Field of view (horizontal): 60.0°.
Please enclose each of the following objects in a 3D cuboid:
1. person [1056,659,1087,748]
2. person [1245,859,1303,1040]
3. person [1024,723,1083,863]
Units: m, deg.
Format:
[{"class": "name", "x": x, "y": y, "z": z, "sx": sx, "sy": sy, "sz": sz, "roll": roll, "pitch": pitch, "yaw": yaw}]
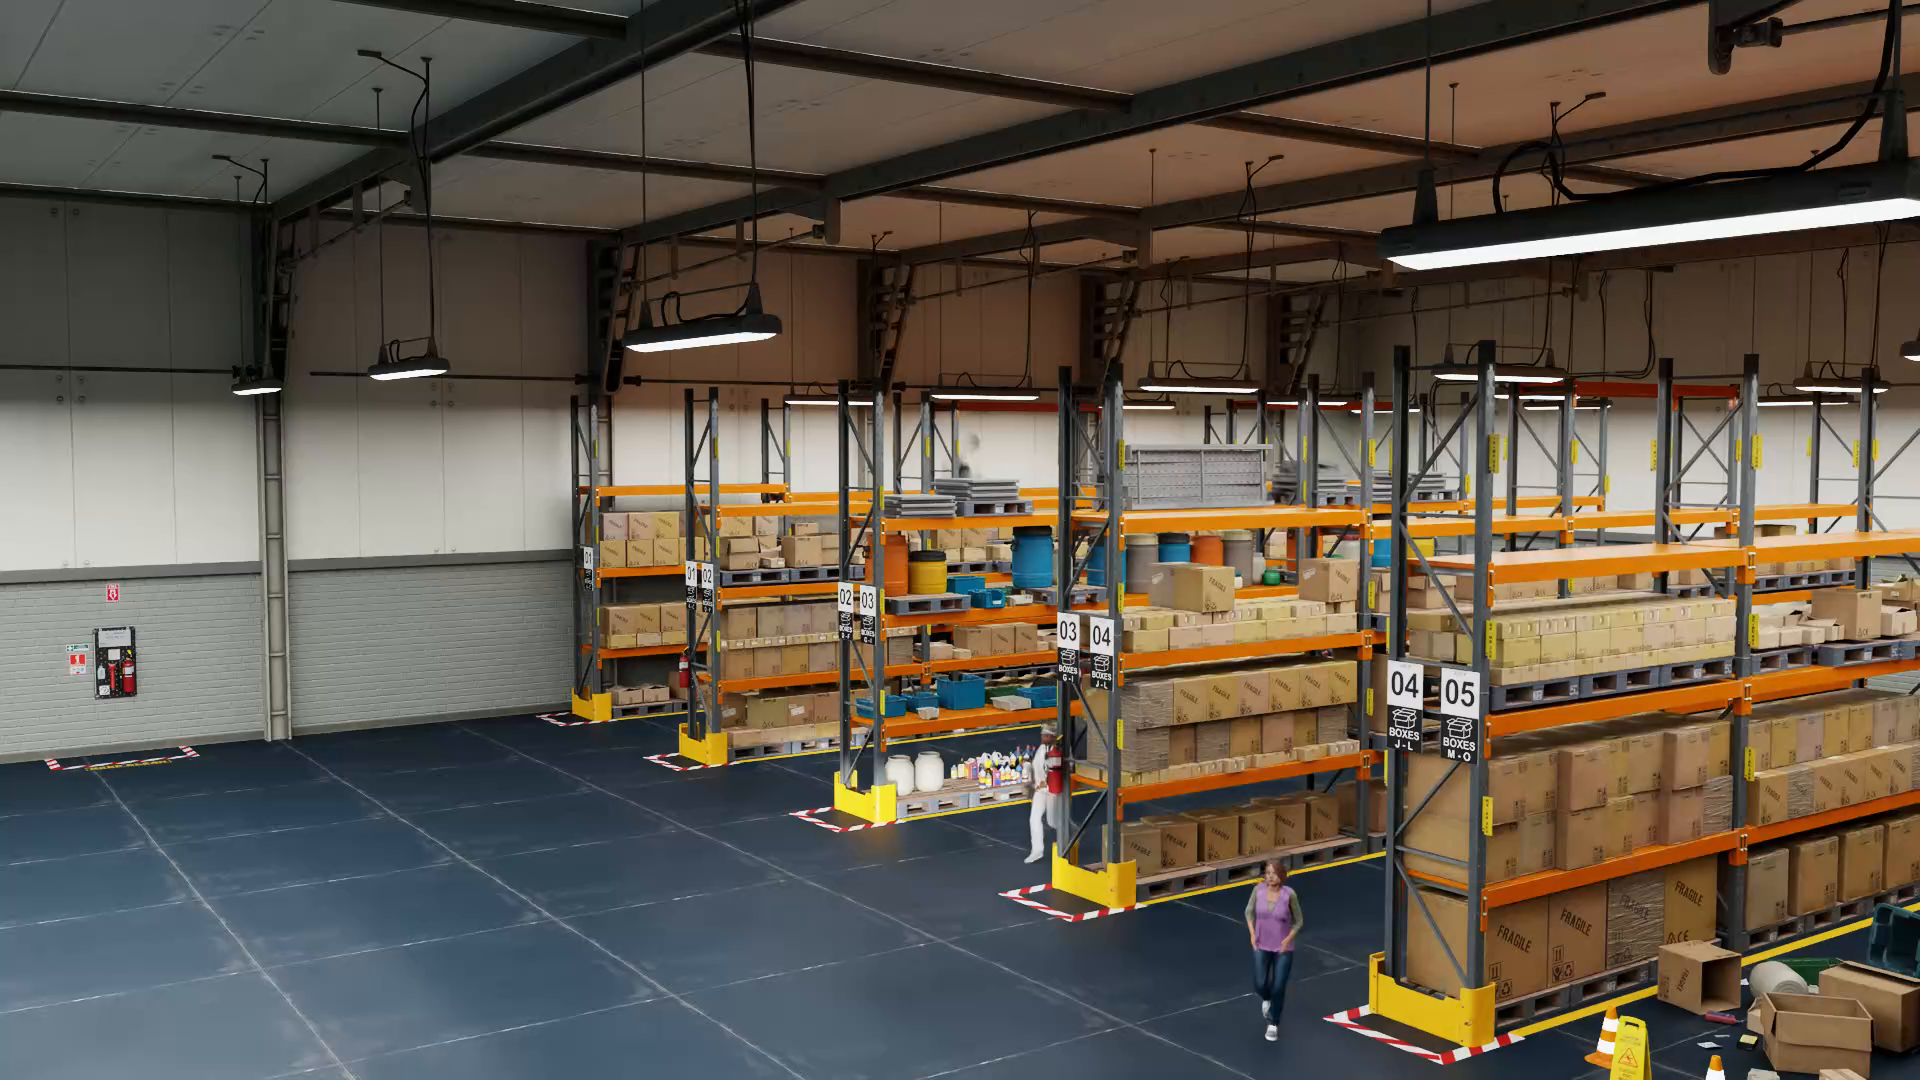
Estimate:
[{"class": "person", "x": 1.840, "y": 2.691, "z": 27.223, "sx": 0.914, "sy": 1.645, "sz": 0.575, "roll": -2, "pitch": 4, "yaw": -35}, {"class": "person", "x": 2.708, "y": 3.535, "z": 14.407, "sx": 0.514, "sy": 1.556, "sz": 0.515, "roll": 1, "pitch": 4, "yaw": 19}, {"class": "person", "x": 1.135, "y": 3.101, "z": 20.533, "sx": 0.853, "sy": 1.703, "sz": 0.591, "roll": -3, "pitch": 4, "yaw": -38}]
